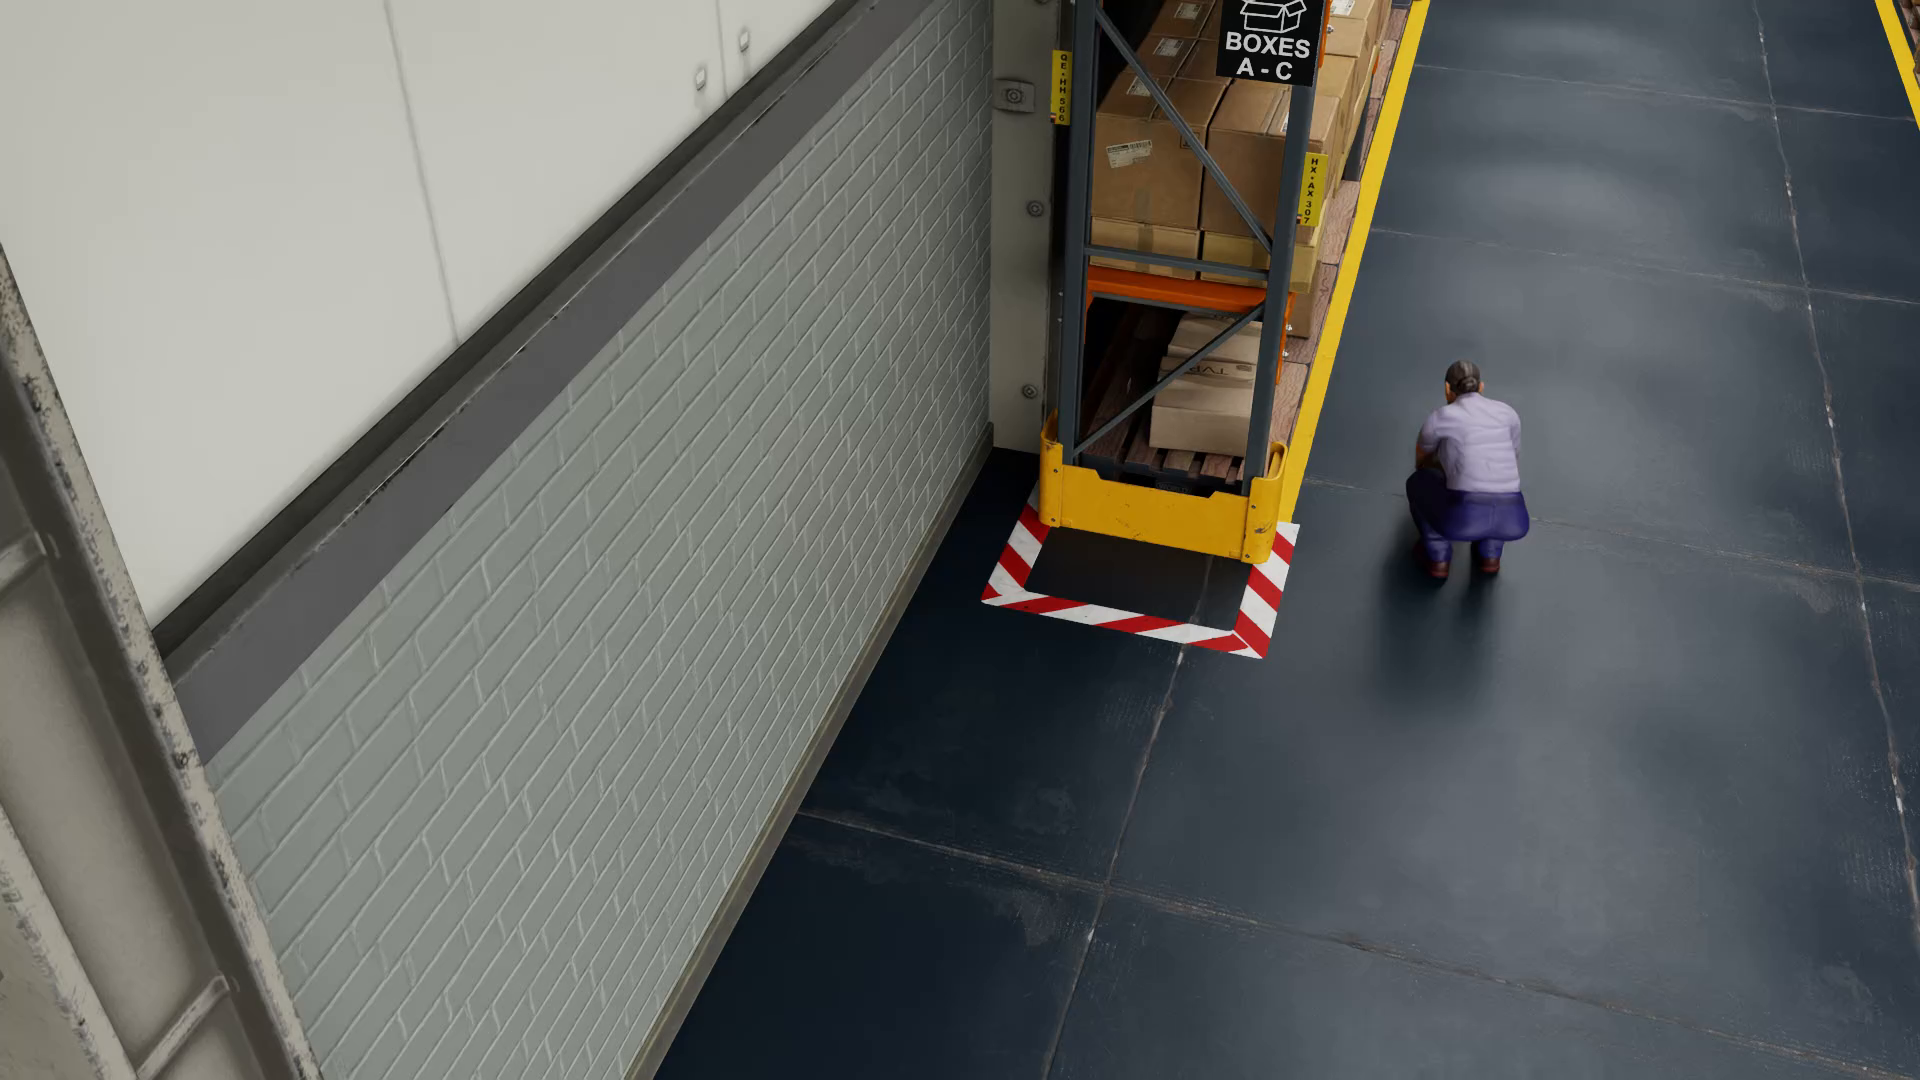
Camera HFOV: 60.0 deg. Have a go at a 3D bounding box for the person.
[{"bbox_3d":[2.438,-0.340,7.978,0.524,0.905,0.874,0,37,1],"label":"person"}]
